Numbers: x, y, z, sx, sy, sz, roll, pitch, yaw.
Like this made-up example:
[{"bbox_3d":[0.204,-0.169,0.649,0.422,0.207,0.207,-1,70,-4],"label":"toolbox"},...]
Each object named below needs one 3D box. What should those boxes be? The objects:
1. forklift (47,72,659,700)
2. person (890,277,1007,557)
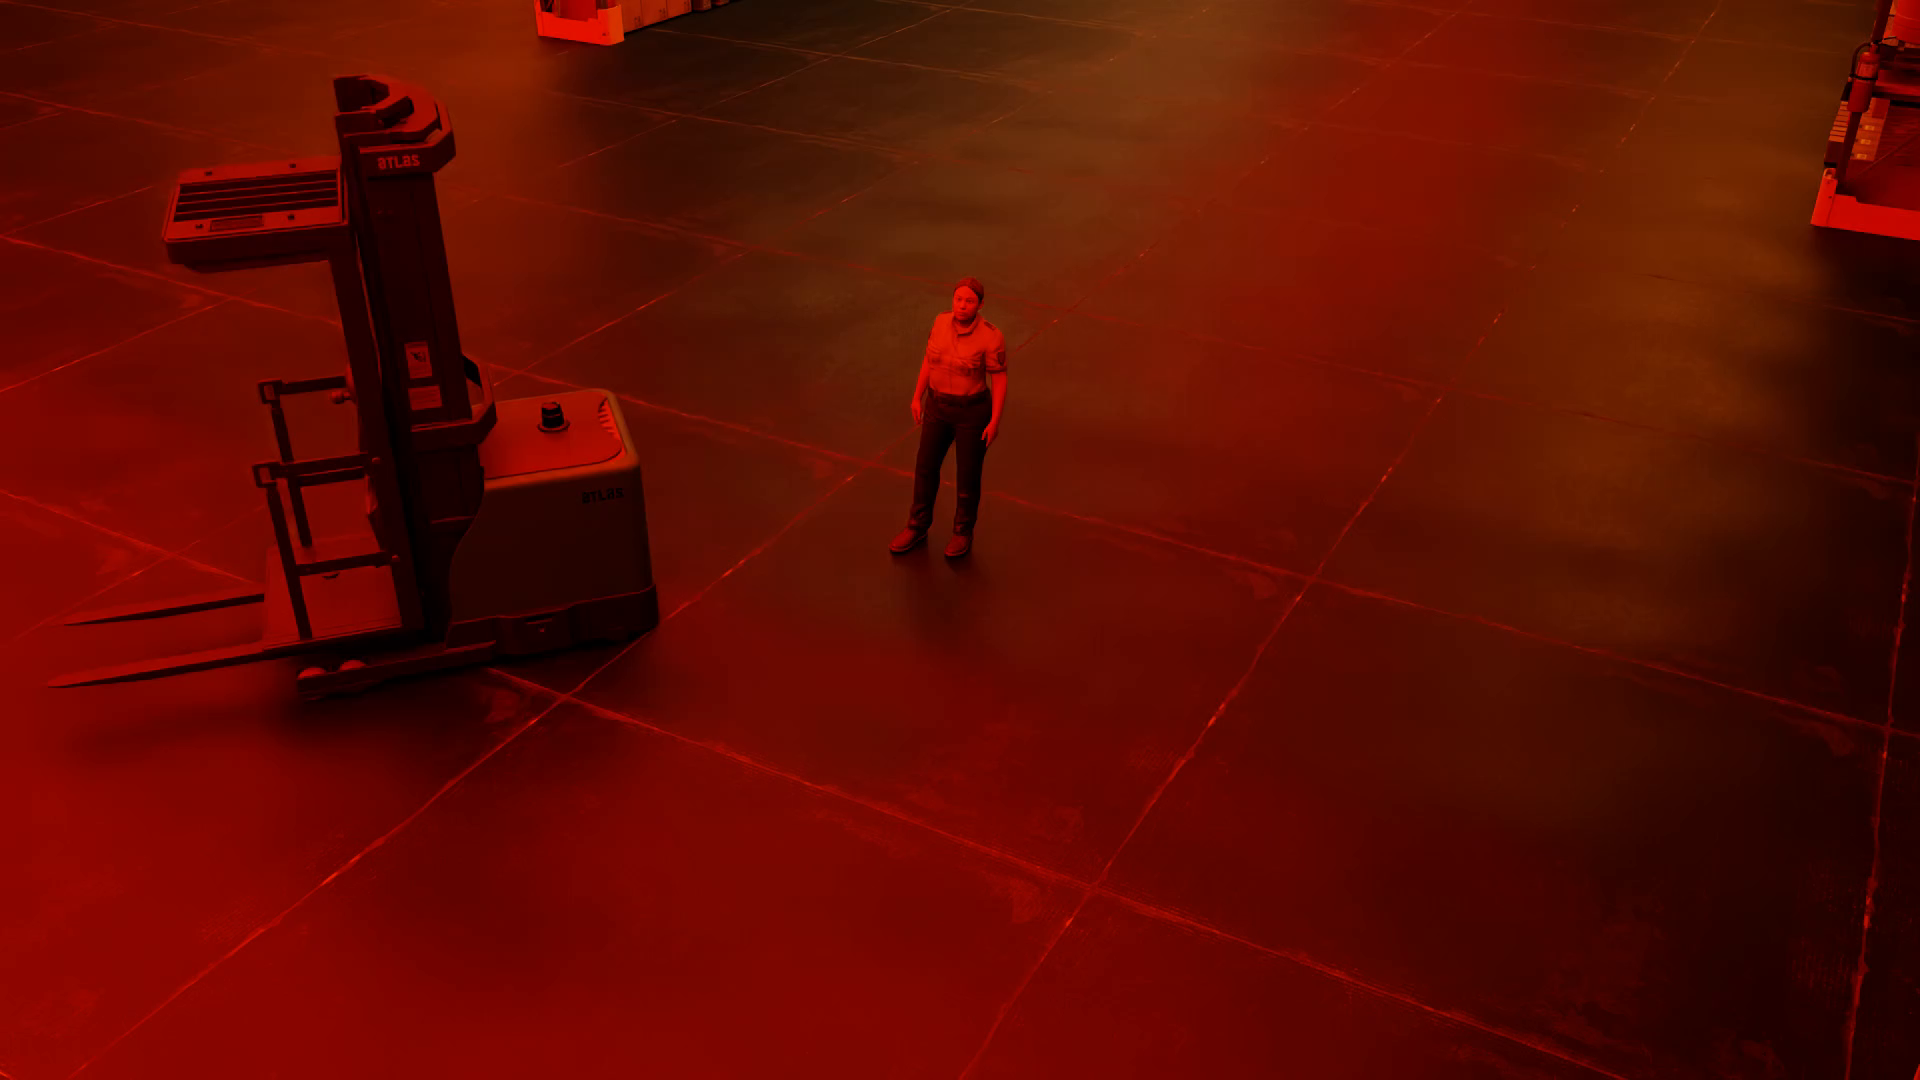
[{"bbox_3d":[-3.220,-0.742,8.357,3.031,2.935,1.130,-10,31,-16],"label":"forklift"},{"bbox_3d":[-0.063,-0.683,9.531,0.599,1.642,0.503,15,33,25],"label":"person"}]
